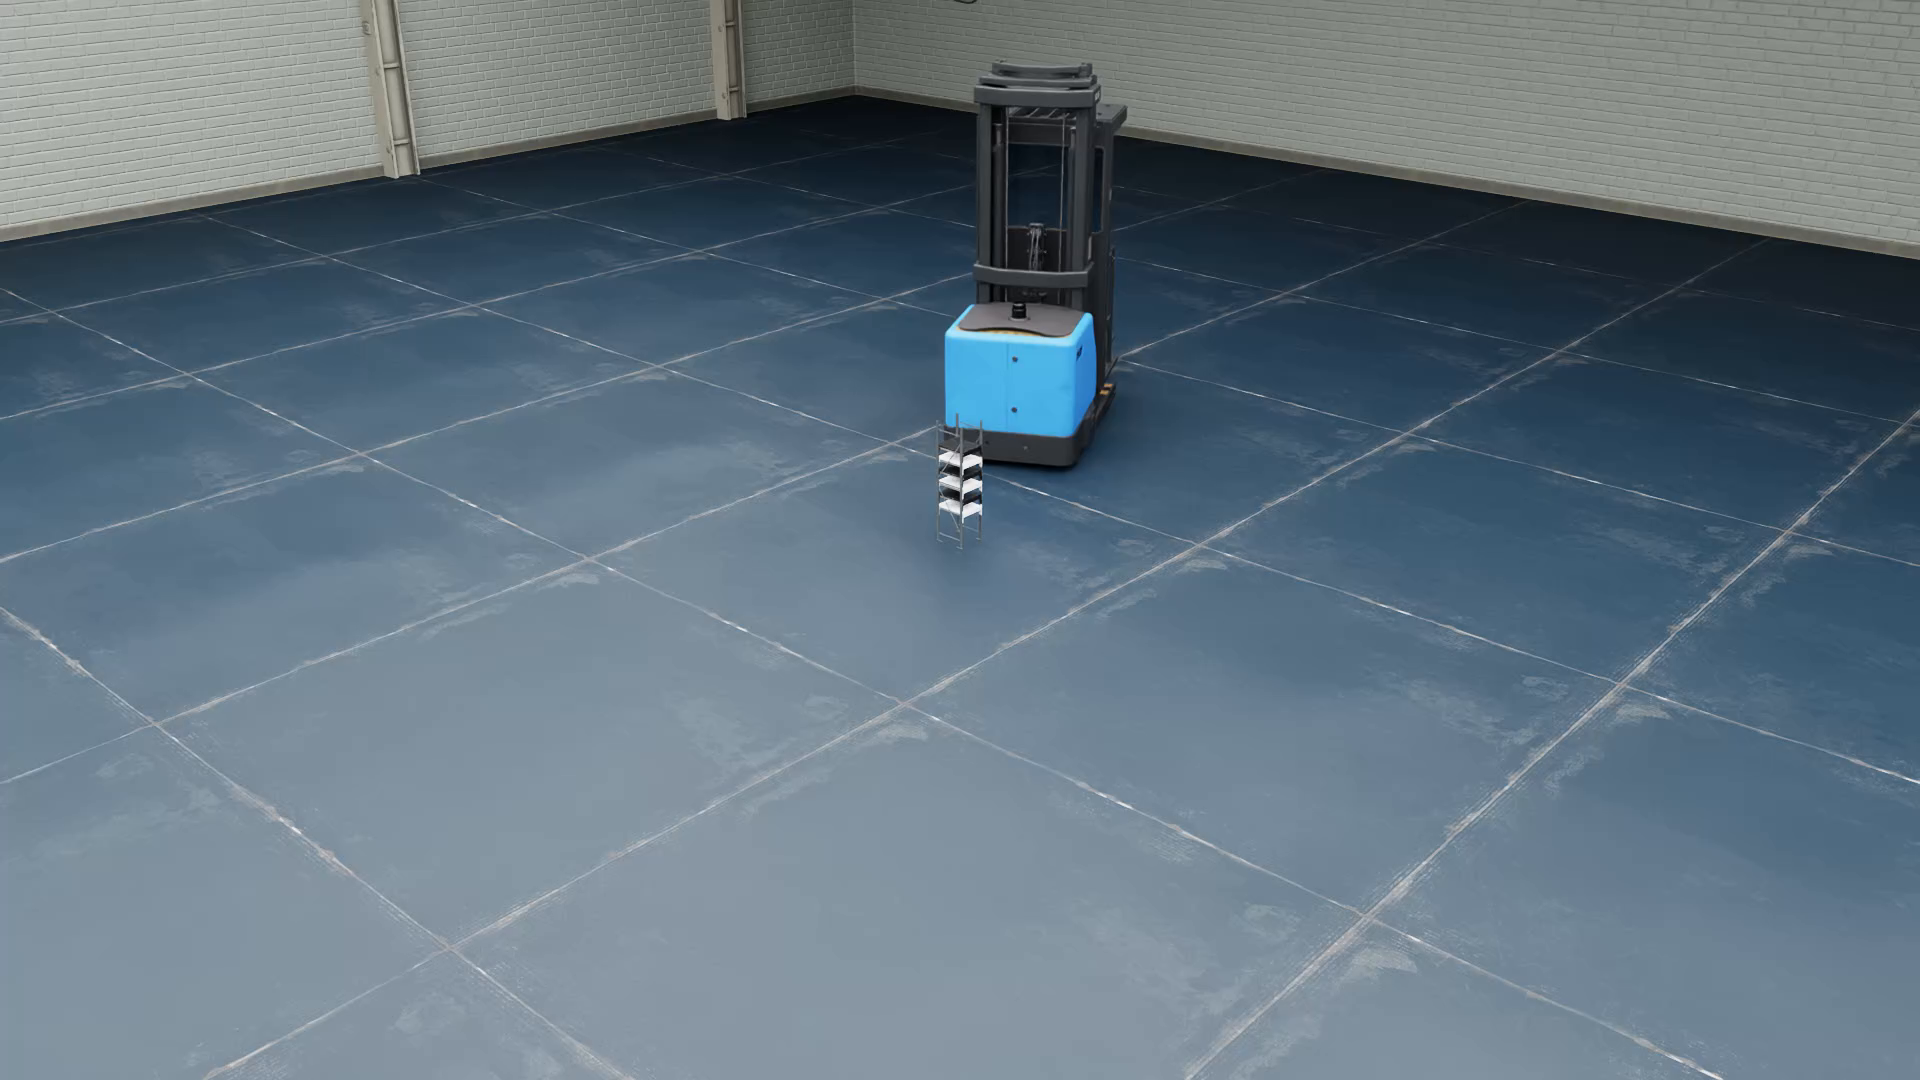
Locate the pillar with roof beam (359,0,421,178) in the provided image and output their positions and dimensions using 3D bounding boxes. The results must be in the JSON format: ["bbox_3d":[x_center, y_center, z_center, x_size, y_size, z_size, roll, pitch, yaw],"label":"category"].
[{"bbox_3d":[-4.523,-7.992,18.576,9.100,9.000,0.400,20,31,38],"label":"pillar with roof beam"}]

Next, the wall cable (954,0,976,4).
[{"bbox_3d":[-0.773,-10.115,27.107,3.097,2.526,0.112,20,31,38],"label":"wall cable"}]

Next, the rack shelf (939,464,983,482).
[{"bbox_3d":[-0.005,-0.460,11.537,0.258,0.077,0.200,20,31,38],"label":"rack shelf"}]

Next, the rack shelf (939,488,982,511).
[{"bbox_3d":[-0.005,-0.296,11.611,0.258,0.077,0.200,20,31,38],"label":"rack shelf"}]

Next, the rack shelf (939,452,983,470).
[{"bbox_3d":[-0.005,-0.542,11.500,0.258,0.077,0.200,20,31,38],"label":"rack shelf"}]

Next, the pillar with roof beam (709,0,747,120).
[{"bbox_3d":[-0.518,-9.820,22.653,9.100,9.000,0.400,20,31,38],"label":"pillar with roof beam"}]

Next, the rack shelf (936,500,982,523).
[{"bbox_3d":[-0.005,-0.213,11.648,0.258,0.077,0.200,20,31,38],"label":"rack shelf"}]

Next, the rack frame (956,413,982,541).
[{"bbox_3d":[0.062,-0.439,11.629,0.240,0.900,0.006,20,31,38],"label":"rack frame"}]

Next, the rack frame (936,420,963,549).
[{"bbox_3d":[-0.073,-0.377,11.491,0.240,0.900,0.006,20,31,38],"label":"rack frame"}]

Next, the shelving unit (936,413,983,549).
[{"bbox_3d":[-0.005,-0.408,11.560,0.258,0.900,0.210,20,31,38],"label":"shelving unit"}]

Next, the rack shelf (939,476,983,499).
[{"bbox_3d":[-0.005,-0.378,11.574,0.258,0.077,0.200,20,31,38],"label":"rack shelf"}]

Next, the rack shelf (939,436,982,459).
[{"bbox_3d":[-0.005,-0.624,11.464,0.258,0.077,0.200,20,31,38],"label":"rack shelf"}]

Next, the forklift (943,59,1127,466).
[{"bbox_3d":[0.731,-2.484,13.709,1.130,2.935,3.031,6,25,13],"label":"forklift"}]
